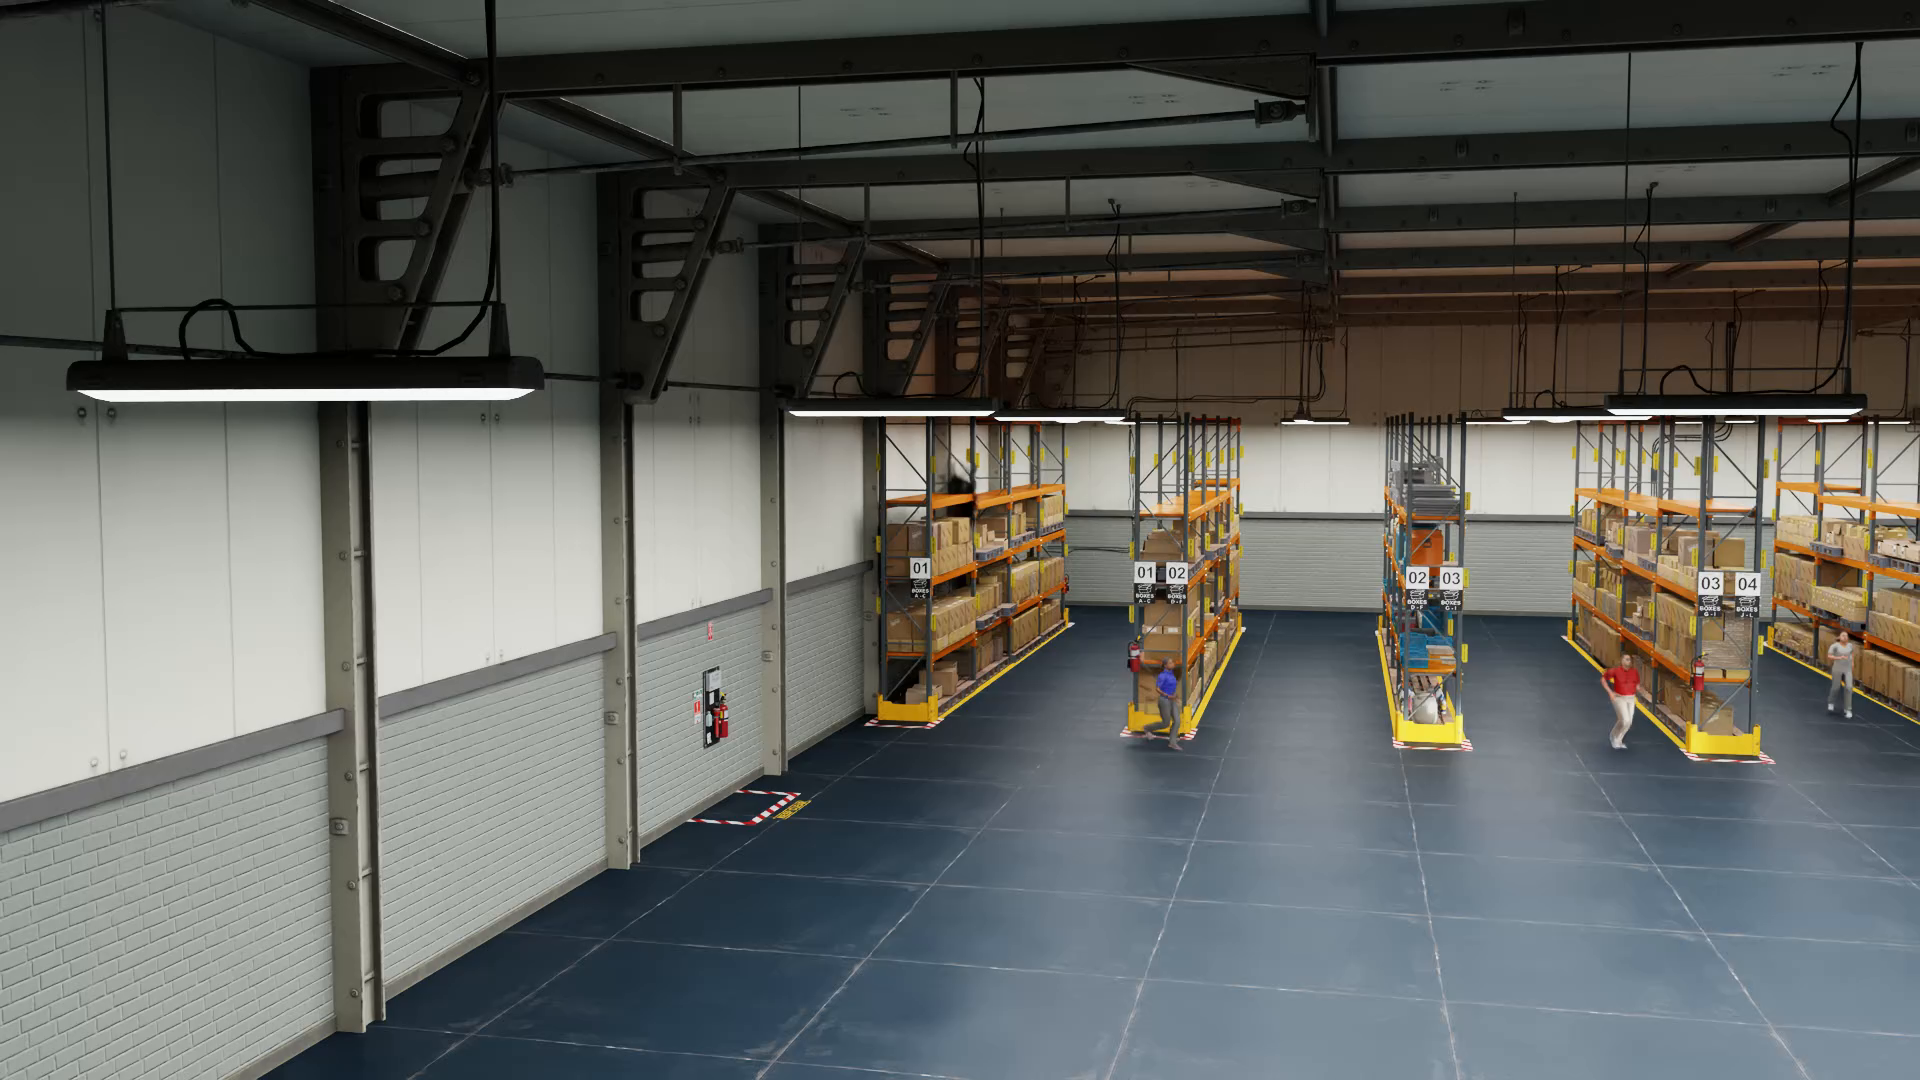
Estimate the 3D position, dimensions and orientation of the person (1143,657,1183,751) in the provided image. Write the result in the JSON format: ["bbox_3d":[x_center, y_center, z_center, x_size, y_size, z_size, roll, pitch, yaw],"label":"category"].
[{"bbox_3d":[3.668,2.915,29.723,0.778,1.651,0.582,3,5,36],"label":"person"}]

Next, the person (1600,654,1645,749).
[{"bbox_3d":[11.842,2.887,29.574,0.670,1.709,0.647,-1,4,-13],"label":"person"}]

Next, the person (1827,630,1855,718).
[{"bbox_3d":[17.532,2.627,33.090,0.583,1.697,0.894,1,4,8],"label":"person"}]
